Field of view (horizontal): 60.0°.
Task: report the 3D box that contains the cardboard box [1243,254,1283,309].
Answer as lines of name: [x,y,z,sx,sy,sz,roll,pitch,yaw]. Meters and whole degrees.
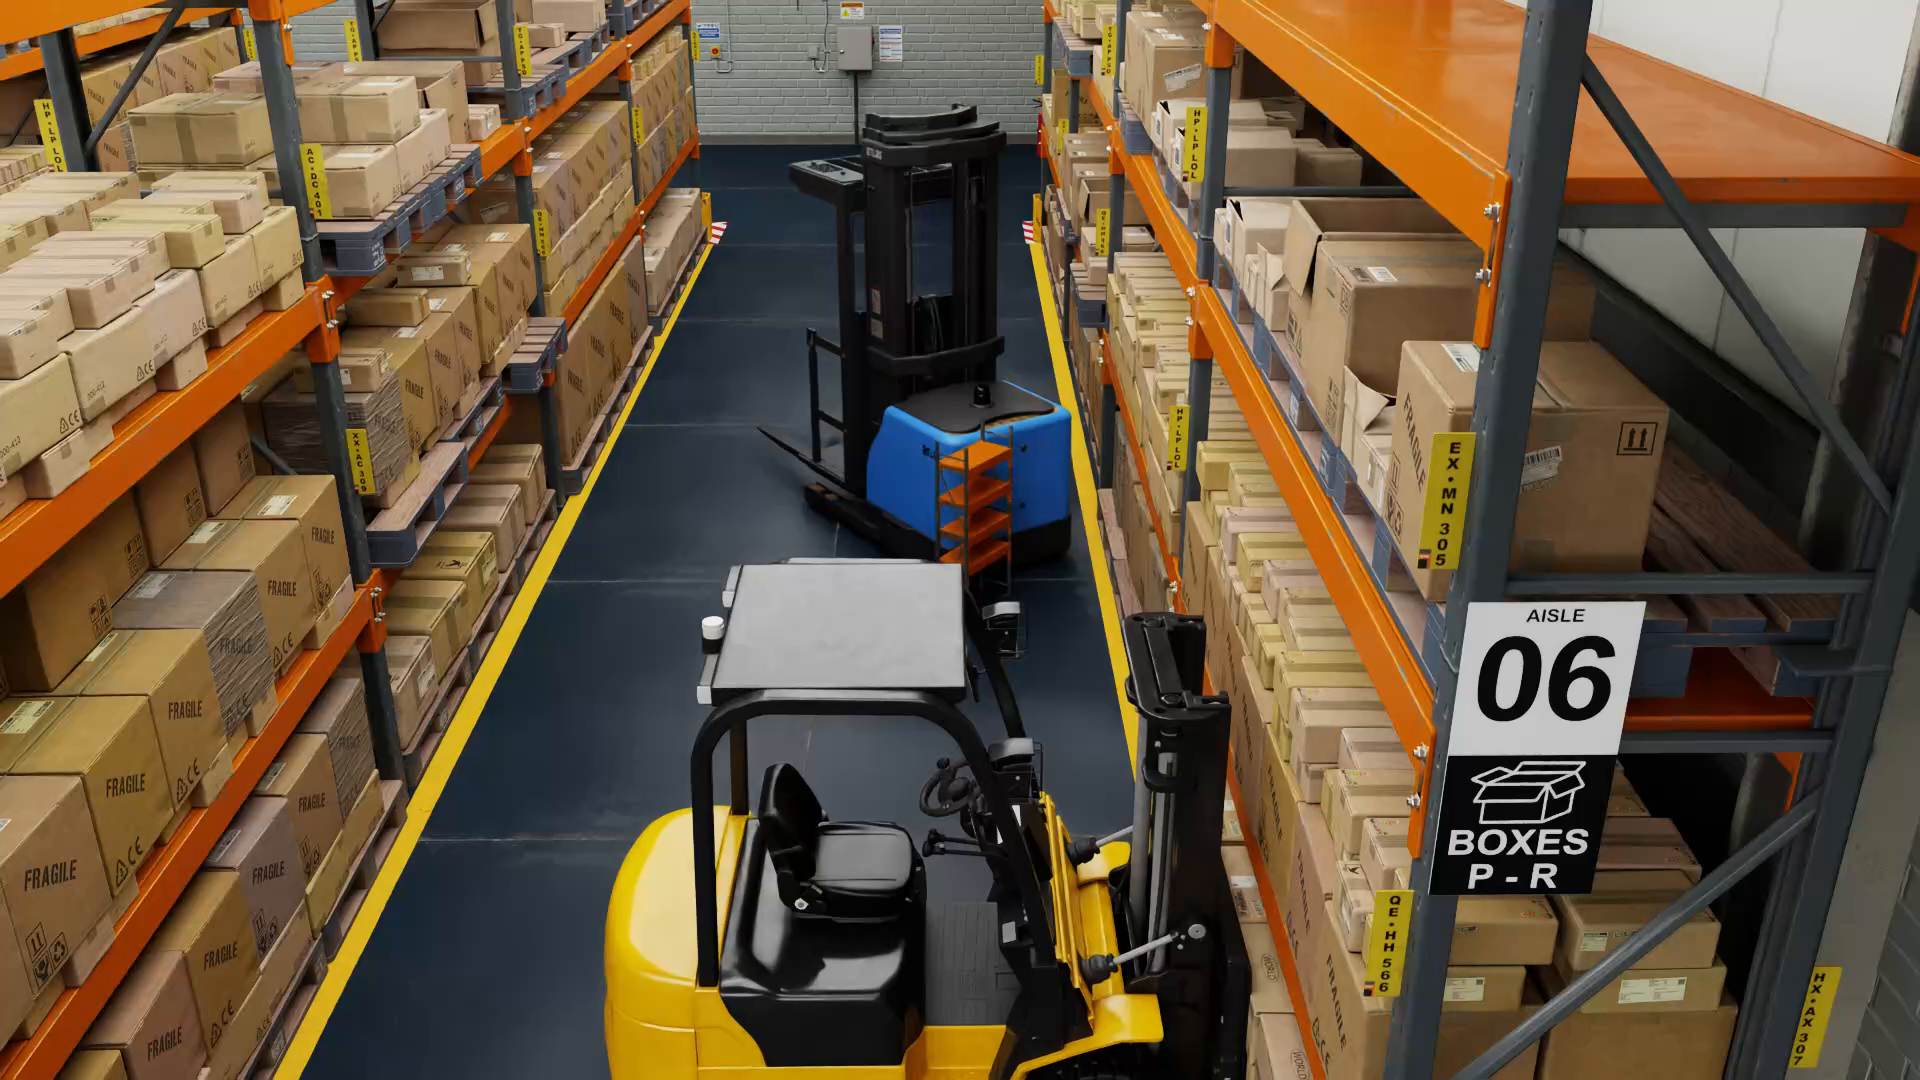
cardboard box: [1.286,-0.981,6.313,0.380,0.149,0.250,0,24,1]

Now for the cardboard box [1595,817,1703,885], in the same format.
cardboard box: [1.890,0.928,4.790,0.380,0.149,0.250,1,24,1]

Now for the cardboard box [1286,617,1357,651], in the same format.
cardboard box: [1.383,0.398,5.960,0.380,0.149,0.250,0,24,0]

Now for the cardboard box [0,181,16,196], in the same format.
cardboard box: [-8.209,-2.929,14.021,0.380,0.149,0.250,-1,24,-2]

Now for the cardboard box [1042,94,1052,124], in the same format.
cardboard box: [1.182,-4.819,18.585,0.500,0.250,0.500,0,24,0]

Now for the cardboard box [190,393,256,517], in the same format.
cardboard box: [-3.598,-0.425,7.355,0.700,0.500,0.500,-1,24,-1]

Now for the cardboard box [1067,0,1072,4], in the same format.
cardboard box: [1.089,-4.577,13.902,0.380,0.149,0.250,-1,24,-2]

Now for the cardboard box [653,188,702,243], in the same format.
cardboard box: [-3.410,-3.668,18.820,0.875,0.438,0.875,-1,24,-2]

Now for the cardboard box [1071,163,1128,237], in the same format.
cardboard box: [1.285,-2.791,13.650,0.700,0.500,0.500,0,24,-1]

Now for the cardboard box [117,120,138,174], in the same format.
cardboard box: [-8.188,-3.794,16.016,0.500,0.500,0.500,0,24,-1]

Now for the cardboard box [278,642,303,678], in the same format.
cardboard box: [-3.144,0.485,7.342,0.380,0.149,0.250,0,24,0]

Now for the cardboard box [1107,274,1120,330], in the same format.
cardboard box: [1.269,-1.618,11.264,0.500,0.250,0.500,0,24,-1]

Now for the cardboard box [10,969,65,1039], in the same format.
cardboard box: [-3.078,1.437,5.237,0.380,0.149,0.250,-1,24,-2]

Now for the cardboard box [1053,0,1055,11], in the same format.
cardboard box: [1.137,-5.427,16.775,0.380,0.149,0.250,0,24,0]

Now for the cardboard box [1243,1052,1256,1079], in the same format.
cardboard box: [1.281,1.869,6.199,0.500,0.250,0.500,-1,24,-2]

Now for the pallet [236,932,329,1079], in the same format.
pallet: [-3.328,2.080,6.895,1.003,0.211,1.213,0,24,-1]

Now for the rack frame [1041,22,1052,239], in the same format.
rack frame: [1.446,-4.940,19.032,1.000,3.000,0.127,0,24,-1]

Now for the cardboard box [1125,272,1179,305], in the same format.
cardboard box: [1.275,-1.636,10.818,0.380,0.149,0.250,0,24,1]

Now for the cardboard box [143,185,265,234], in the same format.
cardboard box: [-3.085,-1.350,6.792,0.380,0.149,0.250,-1,24,-2]

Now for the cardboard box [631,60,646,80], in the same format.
cardboard box: [-3.223,-4.509,15.957,0.380,0.149,0.250,0,24,-1]

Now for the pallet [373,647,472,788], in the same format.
pallet: [-3.396,0.979,9.330,1.003,0.211,1.213,0,24,-1]

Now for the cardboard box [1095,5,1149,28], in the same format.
cardboard box: [1.219,-3.934,12.505,0.380,0.149,0.250,0,24,0]

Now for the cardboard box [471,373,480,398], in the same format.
cardboard box: [-3.095,-0.924,9.948,0.380,0.149,0.250,-1,24,-2]

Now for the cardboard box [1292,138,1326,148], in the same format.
cardboard box: [1.641,-1.937,8.428,0.380,0.149,0.250,0,24,-1]

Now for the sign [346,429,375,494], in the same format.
sign: [-2.844,-0.371,7.880,0.100,0.325,0.005,0,24,-1]

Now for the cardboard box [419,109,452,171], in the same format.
cardboard box: [-3.026,-2.120,8.829,0.500,0.250,0.500,-1,24,-1]

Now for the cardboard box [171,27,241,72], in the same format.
cardboard box: [-8.212,-5.301,18.135,0.500,0.500,0.500,-1,24,-2]

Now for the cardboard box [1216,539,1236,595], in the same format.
cardboard box: [1.281,0.113,6.953,0.380,0.149,0.250,0,24,1]

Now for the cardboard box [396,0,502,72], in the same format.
cardboard box: [-3.631,-3.630,11.865,0.700,0.500,0.500,-1,24,-3]

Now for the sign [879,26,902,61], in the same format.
sign: [-1.009,-7.233,24.217,0.329,0.494,0.001,0,24,-1]

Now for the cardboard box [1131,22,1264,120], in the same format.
cardboard box: [1.403,-2.785,9.876,0.700,0.500,0.500,-1,24,-2]

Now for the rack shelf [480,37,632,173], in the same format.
rack shelf: [-3.452,-3.482,13.042,1.077,0.370,4.000,0,24,-1]

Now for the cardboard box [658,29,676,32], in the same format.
cardboard box: [-3.286,-5.461,18.063,0.380,0.149,0.250,0,24,0]

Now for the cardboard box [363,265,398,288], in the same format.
cardboard box: [-3.631,-1.372,10.151,0.500,0.500,0.500,0,24,0]

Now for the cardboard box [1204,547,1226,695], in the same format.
cardboard box: [1.343,0.358,7.197,0.500,0.500,0.500,0,24,0]

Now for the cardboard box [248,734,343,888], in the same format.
cardboard box: [-3.104,1.201,7.372,0.500,0.500,0.500,0,24,0]

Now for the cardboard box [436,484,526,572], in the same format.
cardboard box: [-3.418,-0.076,10.958,0.950,0.372,0.625,-1,24,-2]

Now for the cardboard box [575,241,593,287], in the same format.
cardboard box: [-3.207,-2.181,13.115,0.500,0.250,0.500,1,24,1]

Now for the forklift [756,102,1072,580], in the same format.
forklift: [-0.487,-1.608,11.750,1.130,2.935,3.031,-16,29,-31]

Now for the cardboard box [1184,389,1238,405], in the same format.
cardboard box: [1.380,-0.683,8.712,0.380,0.149,0.250,0,24,-1]

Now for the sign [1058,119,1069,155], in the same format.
sign: [0.947,-3.680,15.197,0.100,0.325,0.005,0,24,-1]

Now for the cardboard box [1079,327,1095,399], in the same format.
cardboard box: [1.286,-1.505,13.961,0.500,0.500,0.500,-1,24,-2]

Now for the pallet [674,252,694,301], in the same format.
pallet: [-3.420,-2.815,17.717,1.003,0.211,1.213,0,24,-1]

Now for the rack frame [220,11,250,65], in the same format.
rack frame: [-8.466,-4.852,18.838,1.000,3.000,0.127,0,24,-1]

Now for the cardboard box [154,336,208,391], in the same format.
cardboard box: [-3.081,-0.670,6.257,0.380,0.149,0.250,0,24,1]

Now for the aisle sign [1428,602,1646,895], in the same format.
aisle sign: [1.328,0.497,3.856,0.394,0.787,0.004,0,24,-1]

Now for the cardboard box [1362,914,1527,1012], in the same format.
cardboard box: [1.337,1.171,4.613,0.380,0.149,0.250,0,24,0]

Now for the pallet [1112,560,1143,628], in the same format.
pallet: [1.514,0.468,10.458,1.003,0.211,1.213,0,24,-1]

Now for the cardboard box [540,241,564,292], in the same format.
cardboard box: [-3.189,-1.989,12.082,0.500,0.250,0.500,0,24,-1]

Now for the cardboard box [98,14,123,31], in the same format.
cardboard box: [-8.178,-4.900,15.487,0.500,0.250,0.500,-1,24,-1]

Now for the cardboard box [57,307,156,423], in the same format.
cardboard box: [-3.094,-0.597,5.610,0.500,0.250,0.500,0,24,1]

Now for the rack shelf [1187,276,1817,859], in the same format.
rack shelf: [1.599,-0.210,5.807,1.077,0.370,4.000,0,24,-1]

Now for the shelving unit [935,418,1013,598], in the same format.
shelving unit: [0.091,-0.115,10.548,0.258,1.200,0.503,16,29,32]

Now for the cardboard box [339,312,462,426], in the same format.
cardboard box: [-3.103,-0.948,9.214,0.500,0.500,0.500,0,24,-1]

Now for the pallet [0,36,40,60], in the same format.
pallet: [-8.522,-4.230,14.050,1.213,0.211,1.003,0,24,-1]
